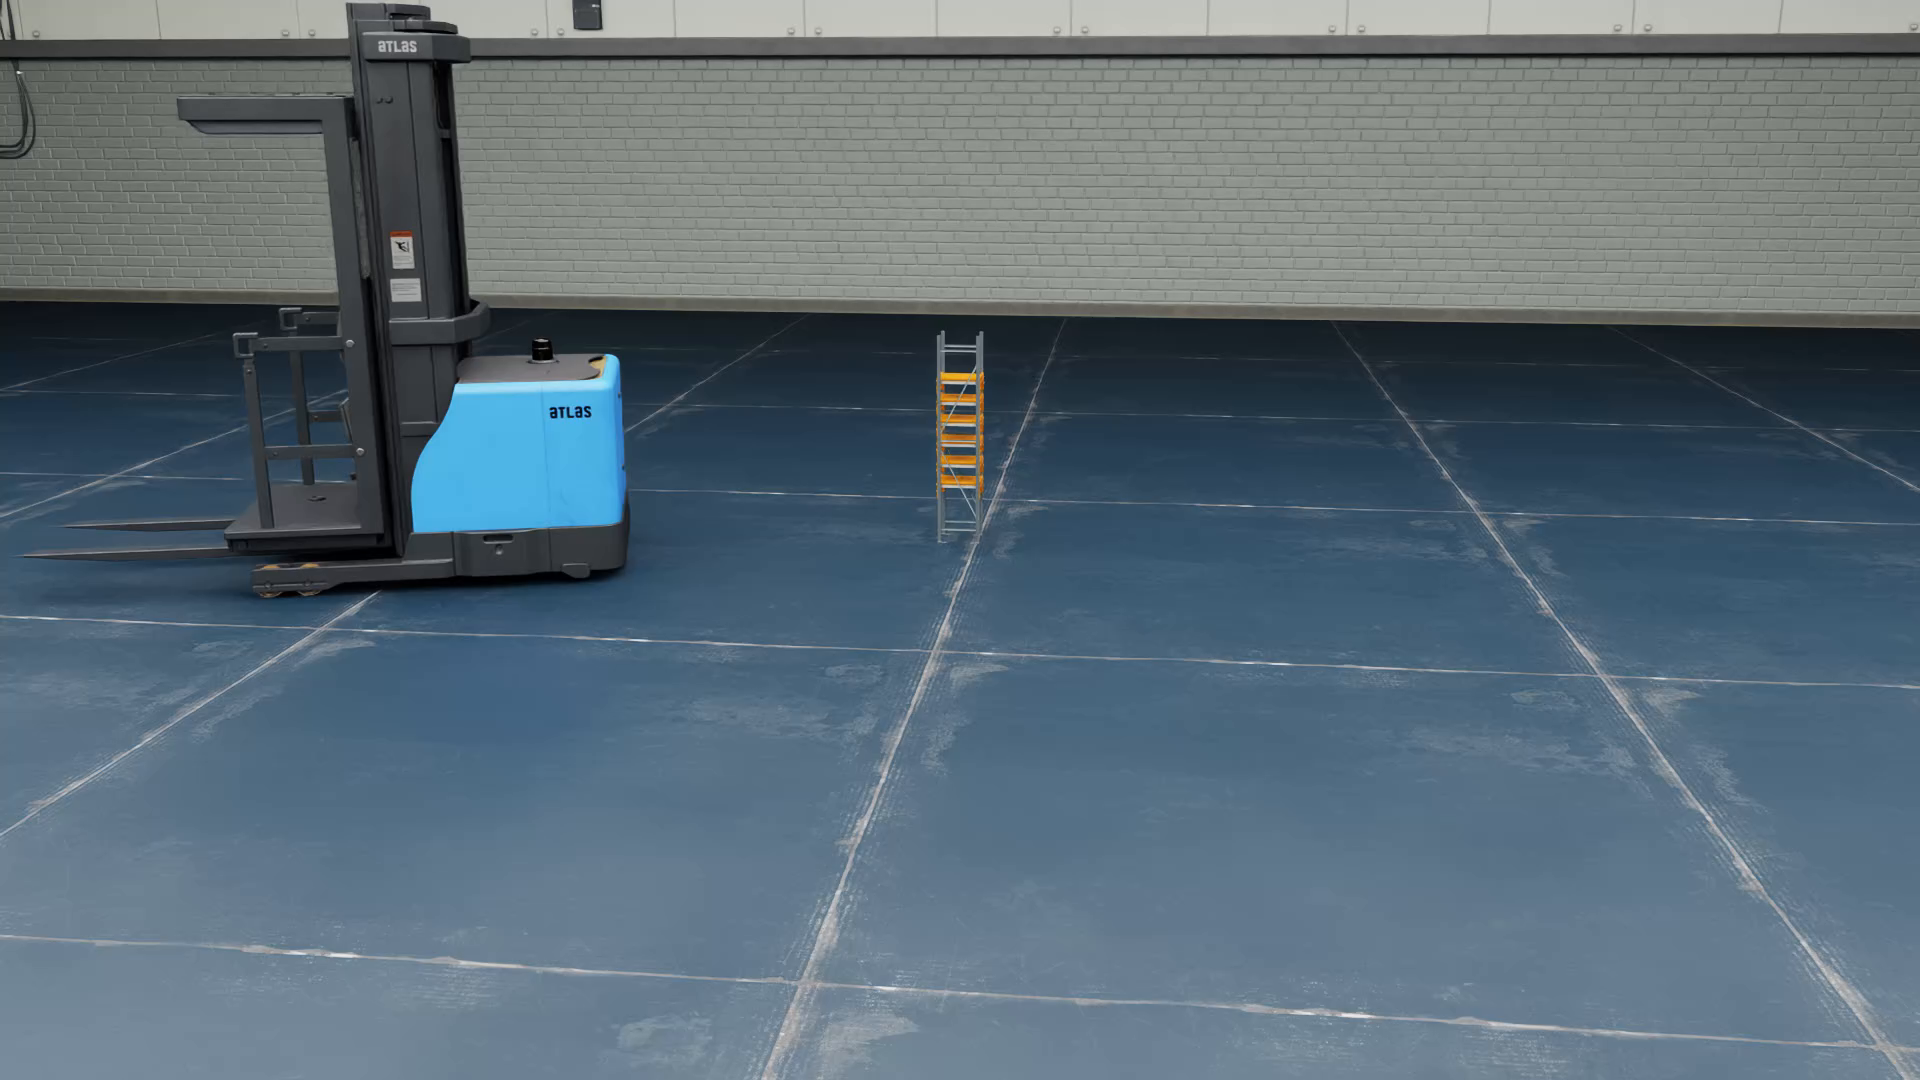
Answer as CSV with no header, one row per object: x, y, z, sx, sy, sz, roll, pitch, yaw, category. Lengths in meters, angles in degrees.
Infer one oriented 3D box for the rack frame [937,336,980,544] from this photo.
-0.009,-0.559,9.432,0.240,1.200,0.006,2,15,6,rack frame

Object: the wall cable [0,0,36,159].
-12.679,-5.837,19.956,3.097,2.526,0.112,2,15,6,wall cable

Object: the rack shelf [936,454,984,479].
0.002,-0.424,9.562,0.258,0.103,0.180,2,15,6,rack shelf

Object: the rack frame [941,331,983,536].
0.012,-0.607,9.607,0.240,1.200,0.006,2,15,6,rack frame

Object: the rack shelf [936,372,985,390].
0.002,-0.888,9.437,0.258,0.103,0.180,2,15,6,rack shelf

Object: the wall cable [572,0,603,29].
-3.248,-8.693,18.057,2.305,6.003,0.169,2,15,6,wall cable

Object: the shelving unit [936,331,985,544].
0.002,-0.583,9.519,0.258,1.200,0.189,2,15,6,shelving unit

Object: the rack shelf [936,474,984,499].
0.002,-0.308,9.594,0.258,0.103,0.180,2,15,6,rack shelf

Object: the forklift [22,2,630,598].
-3.357,-1.266,8.728,3.031,2.935,1.130,-2,15,-9,forklift

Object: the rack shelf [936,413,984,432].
0.002,-0.656,9.500,0.258,0.103,0.180,2,15,6,rack shelf

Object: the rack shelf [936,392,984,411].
0.002,-0.772,9.468,0.258,0.103,0.180,2,15,6,rack shelf

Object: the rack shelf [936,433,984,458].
0.002,-0.540,9.531,0.258,0.103,0.180,2,15,6,rack shelf
